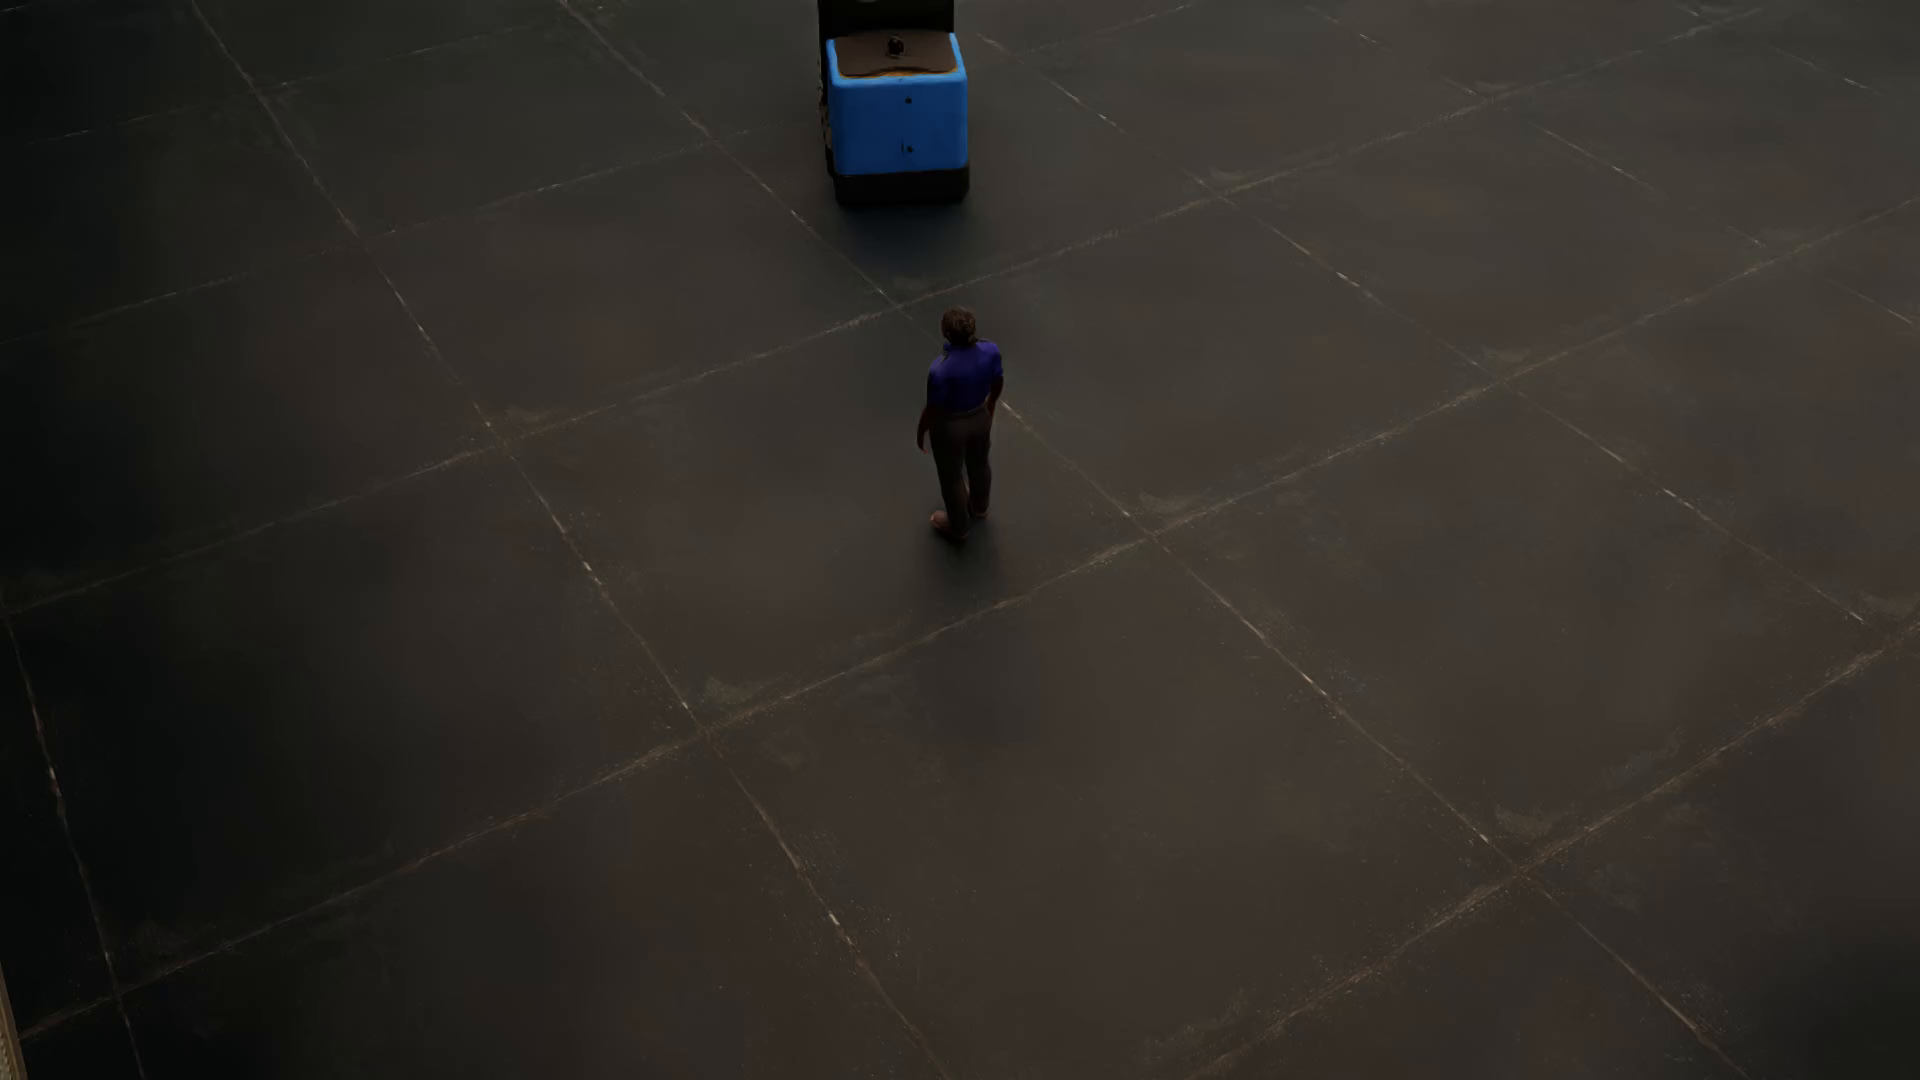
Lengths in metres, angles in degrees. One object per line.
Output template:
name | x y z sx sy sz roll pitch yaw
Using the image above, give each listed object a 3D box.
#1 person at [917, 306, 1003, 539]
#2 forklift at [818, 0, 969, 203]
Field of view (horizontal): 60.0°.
person | -0.030 -0.714 9.587 0.570 1.654 0.504 -23 46 -24
forklift | -0.624 -4.710 13.261 1.130 2.935 3.031 -5 41 -5
